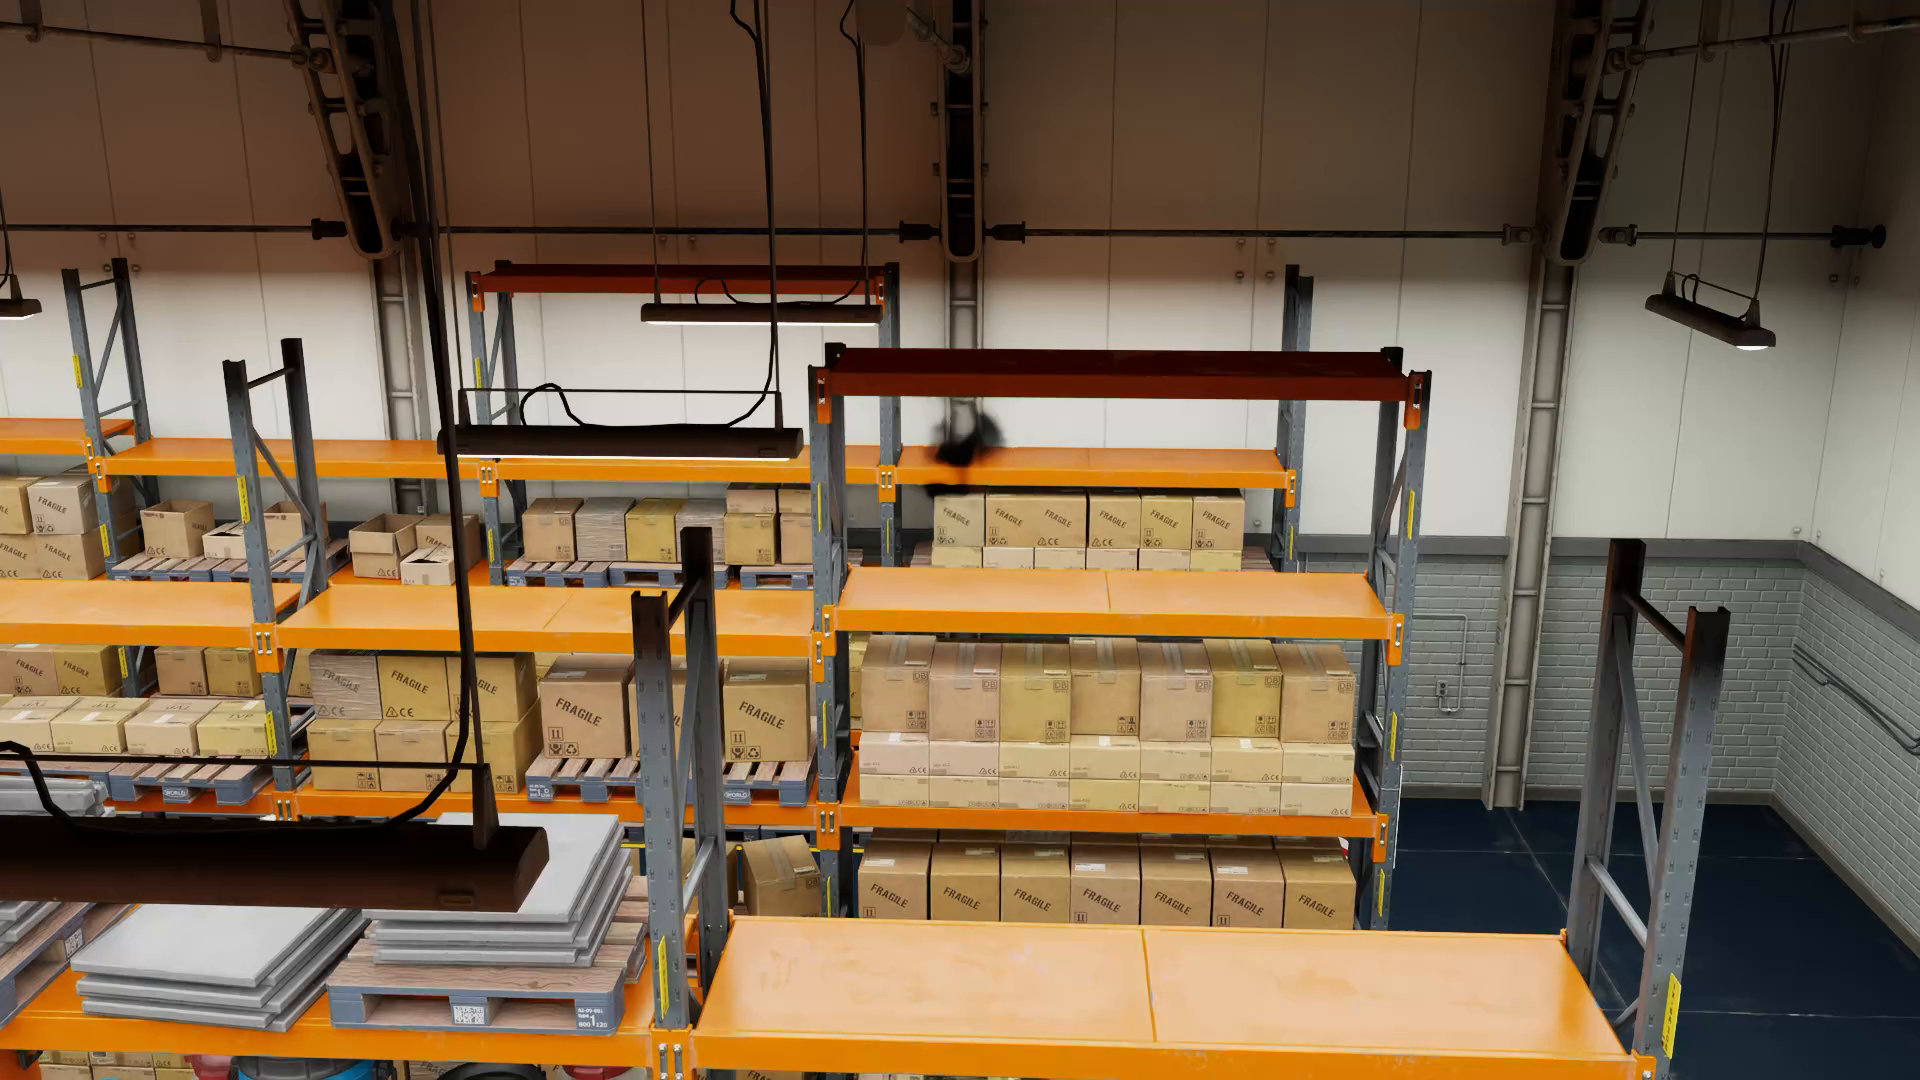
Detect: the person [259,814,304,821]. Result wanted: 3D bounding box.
[{"bbox_3d":[-6.190,3.002,15.185,0.655,1.742,0.682,0,16,1],"label":"person"}]
